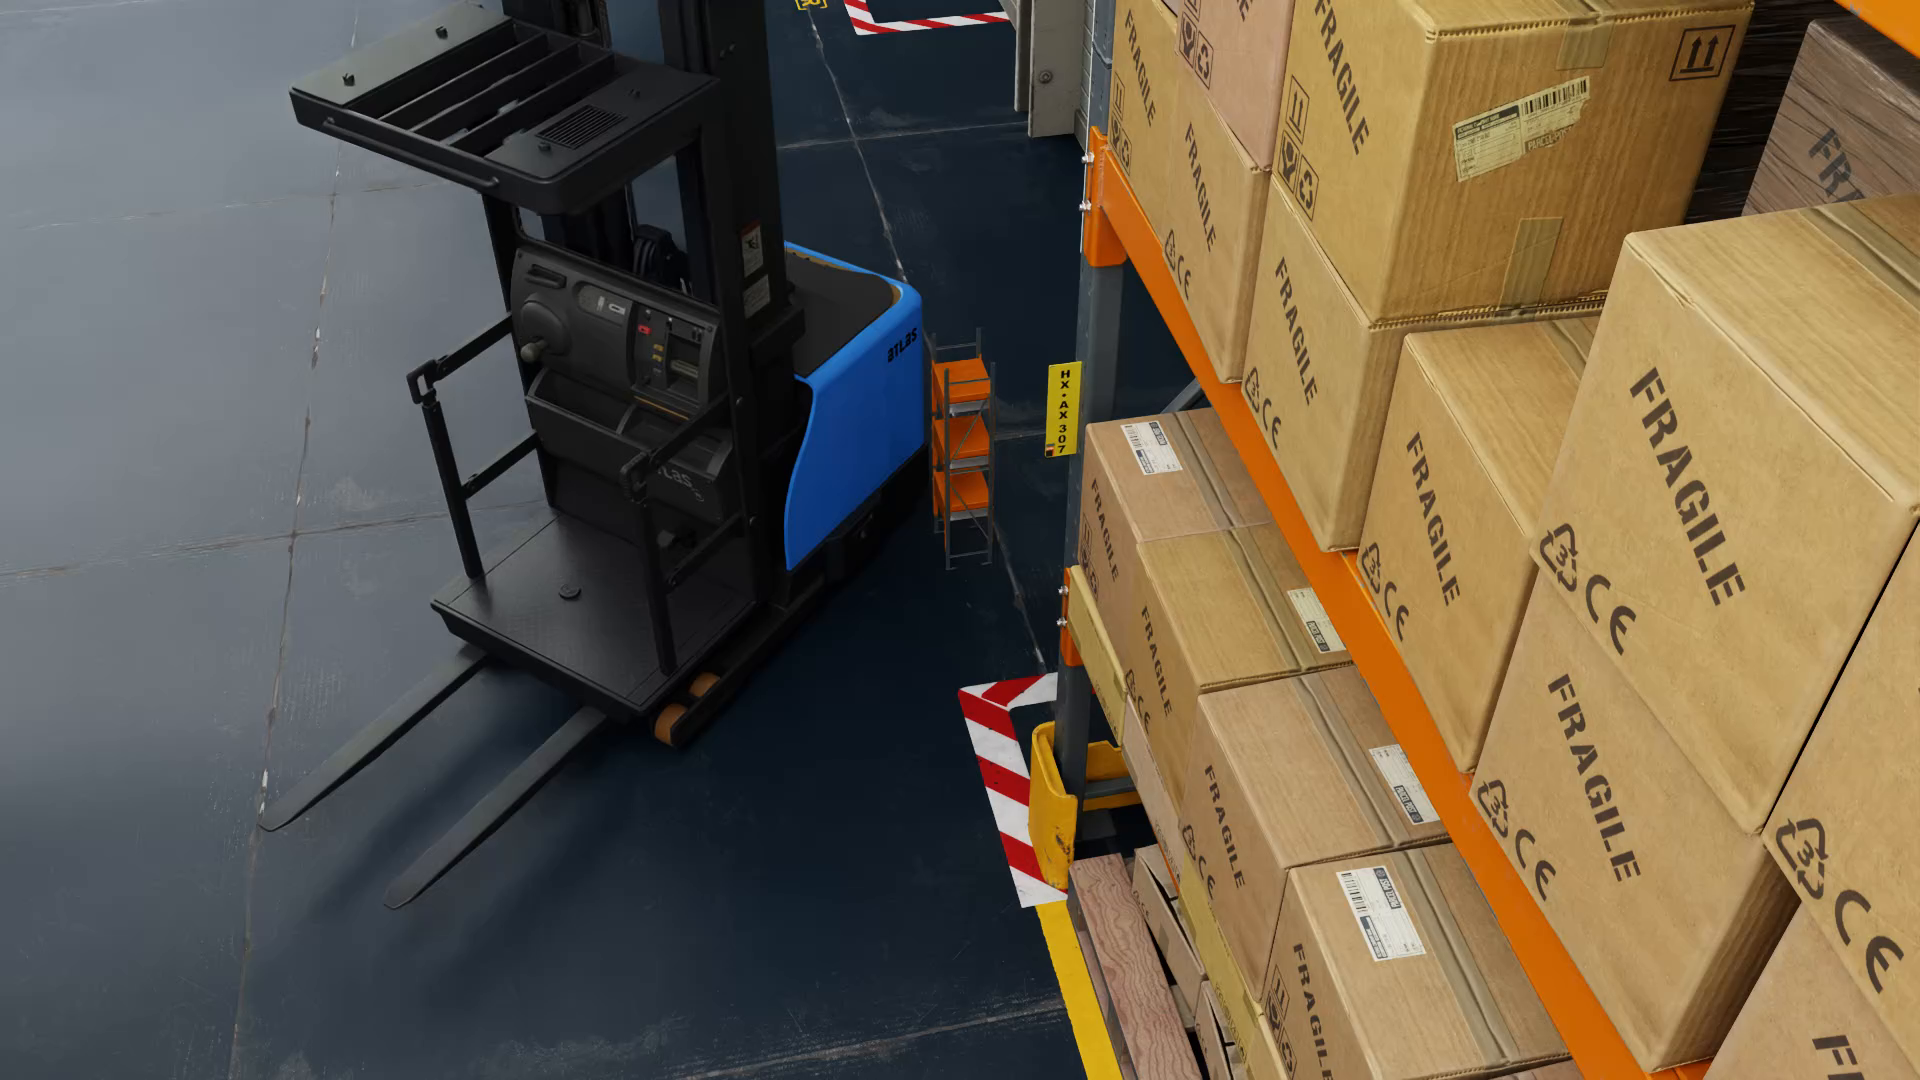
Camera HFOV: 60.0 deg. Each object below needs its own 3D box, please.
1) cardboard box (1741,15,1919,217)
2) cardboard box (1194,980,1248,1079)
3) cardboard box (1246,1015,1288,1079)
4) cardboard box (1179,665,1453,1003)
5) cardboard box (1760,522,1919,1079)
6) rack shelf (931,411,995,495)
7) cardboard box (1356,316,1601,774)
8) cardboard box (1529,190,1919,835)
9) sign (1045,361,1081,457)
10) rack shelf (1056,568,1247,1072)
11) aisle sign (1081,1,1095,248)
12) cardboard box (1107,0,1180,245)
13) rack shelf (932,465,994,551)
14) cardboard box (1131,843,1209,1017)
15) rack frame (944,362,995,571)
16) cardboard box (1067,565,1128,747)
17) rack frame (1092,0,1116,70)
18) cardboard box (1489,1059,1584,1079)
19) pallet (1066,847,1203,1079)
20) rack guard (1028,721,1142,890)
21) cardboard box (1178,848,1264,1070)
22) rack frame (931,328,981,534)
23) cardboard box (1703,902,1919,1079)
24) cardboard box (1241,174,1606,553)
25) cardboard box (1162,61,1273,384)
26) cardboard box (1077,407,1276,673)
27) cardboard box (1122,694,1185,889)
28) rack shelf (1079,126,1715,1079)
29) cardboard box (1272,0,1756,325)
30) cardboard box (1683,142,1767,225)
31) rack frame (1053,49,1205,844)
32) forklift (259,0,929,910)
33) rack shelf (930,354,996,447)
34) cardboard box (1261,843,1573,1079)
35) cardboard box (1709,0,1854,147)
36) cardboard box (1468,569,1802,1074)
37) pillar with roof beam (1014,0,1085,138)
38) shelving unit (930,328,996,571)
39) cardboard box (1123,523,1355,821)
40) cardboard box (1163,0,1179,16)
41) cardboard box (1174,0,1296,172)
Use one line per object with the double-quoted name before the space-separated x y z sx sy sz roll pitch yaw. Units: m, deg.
"cardboard box" 1.490 -0.422 2.363 0.500 0.500 0.500 -8 42 -9
"cardboard box" 1.012 1.547 4.942 0.500 0.311 0.500 -5 42 -6
"cardboard box" 0.960 1.279 3.648 0.500 0.250 0.500 -8 42 -9
"cardboard box" 0.839 0.653 3.788 0.500 0.500 0.500 -10 42 -11
"cardboard box" 1.189 0.286 1.566 0.500 0.500 0.500 -6 42 -7
"rack shelf" 0.012 -0.350 6.869 0.215 0.259 0.240 -8 42 -9
"cardboard box" 0.989 -0.006 2.647 0.500 0.500 0.500 -6 42 -7
"cardboard box" 1.066 -0.050 1.943 0.500 0.500 0.500 -10 43 -11
"sign" 0.298 -0.371 4.756 0.100 0.325 0.005 -8 42 -9
"rack shelf" 1.259 1.440 3.910 1.077 0.370 4.000 -8 42 -9
"aisle sign" 0.519 -1.101 4.273 0.394 0.787 0.004 -8 42 -9
"cardboard box" 0.656 -1.039 3.811 0.500 0.500 0.500 -7 42 -8
"rack shelf" 0.012 -0.142 7.054 0.215 0.259 0.240 -8 42 -9
"cardboard box" 0.889 1.177 5.358 0.500 0.311 0.500 -13 43 -14
"rack frame" 0.038 -0.279 6.773 0.200 1.050 0.008 -8 42 -9
"cardboard box" 0.623 0.285 4.767 0.500 0.250 0.500 -9 42 -11
"rack frame" 0.827 -2.369 3.140 1.000 3.000 0.127 -8 42 -9
"cardboard box" 1.075 1.323 3.033 0.500 0.500 0.500 -9 42 -11
"pallet" 0.985 1.499 5.403 1.003 0.211 1.213 -8 42 -9
"rack guard" 0.844 0.859 5.906 1.175 0.500 0.348 -8 42 -9
"cardboard box" 0.853 0.951 4.017 0.500 0.250 0.500 -9 42 -10
"rack frame" -0.015 -0.437 6.951 0.200 1.050 0.008 -8 42 -9
"cardboard box" 1.244 0.679 1.875 0.500 0.500 0.500 -12 43 -13
"cardboard box" 0.853 -0.350 3.035 0.500 0.500 0.500 -7 42 -7
"cardboard box" 0.737 -0.686 3.413 0.500 0.500 0.500 -6 42 -6
"cardboard box" 0.637 -0.004 4.529 0.500 0.500 0.500 -8 42 -9
"cardboard box" 0.749 0.620 4.390 0.500 0.250 0.500 -10 42 -11
"rack shelf" 1.259 0.319 2.914 1.077 0.370 4.000 -8 42 -9
"cardboard box" 0.854 -0.718 2.697 0.500 0.500 0.500 -7 42 -8
"cardboard box" 1.394 -0.406 3.098 0.500 0.500 0.500 -10 43 -11
"rack frame" 0.827 -0.125 5.131 1.000 3.000 0.127 -8 42 -9
"forklift" -1.353 -0.666 5.793 1.130 2.935 3.031 23 46 24
"rack shelf" 0.012 -0.562 6.681 0.215 0.259 0.240 -8 42 -9
"cardboard box" 0.962 0.986 3.413 0.500 0.500 0.500 -7 42 -8
"cardboard box" 1.304 -1.072 3.095 0.500 0.500 0.500 -6 42 -7
"cardboard box" 1.087 0.326 2.274 0.500 0.500 0.500 -10 43 -11
"pillar with roof beam" -3.675 -5.311 6.455 9.100 9.000 0.400 -8 42 -9
"shelving unit" 0.012 -0.358 6.862 0.215 1.050 0.252 -8 42 -9
"cardboard box" 0.734 0.317 4.166 0.500 0.500 0.500 -8 42 -9
"cardboard box" 0.674 -1.381 3.443 0.500 0.500 0.500 -11 43 -12
"cardboard box" 0.732 -1.049 3.069 0.500 0.500 0.500 -9 42 -10
